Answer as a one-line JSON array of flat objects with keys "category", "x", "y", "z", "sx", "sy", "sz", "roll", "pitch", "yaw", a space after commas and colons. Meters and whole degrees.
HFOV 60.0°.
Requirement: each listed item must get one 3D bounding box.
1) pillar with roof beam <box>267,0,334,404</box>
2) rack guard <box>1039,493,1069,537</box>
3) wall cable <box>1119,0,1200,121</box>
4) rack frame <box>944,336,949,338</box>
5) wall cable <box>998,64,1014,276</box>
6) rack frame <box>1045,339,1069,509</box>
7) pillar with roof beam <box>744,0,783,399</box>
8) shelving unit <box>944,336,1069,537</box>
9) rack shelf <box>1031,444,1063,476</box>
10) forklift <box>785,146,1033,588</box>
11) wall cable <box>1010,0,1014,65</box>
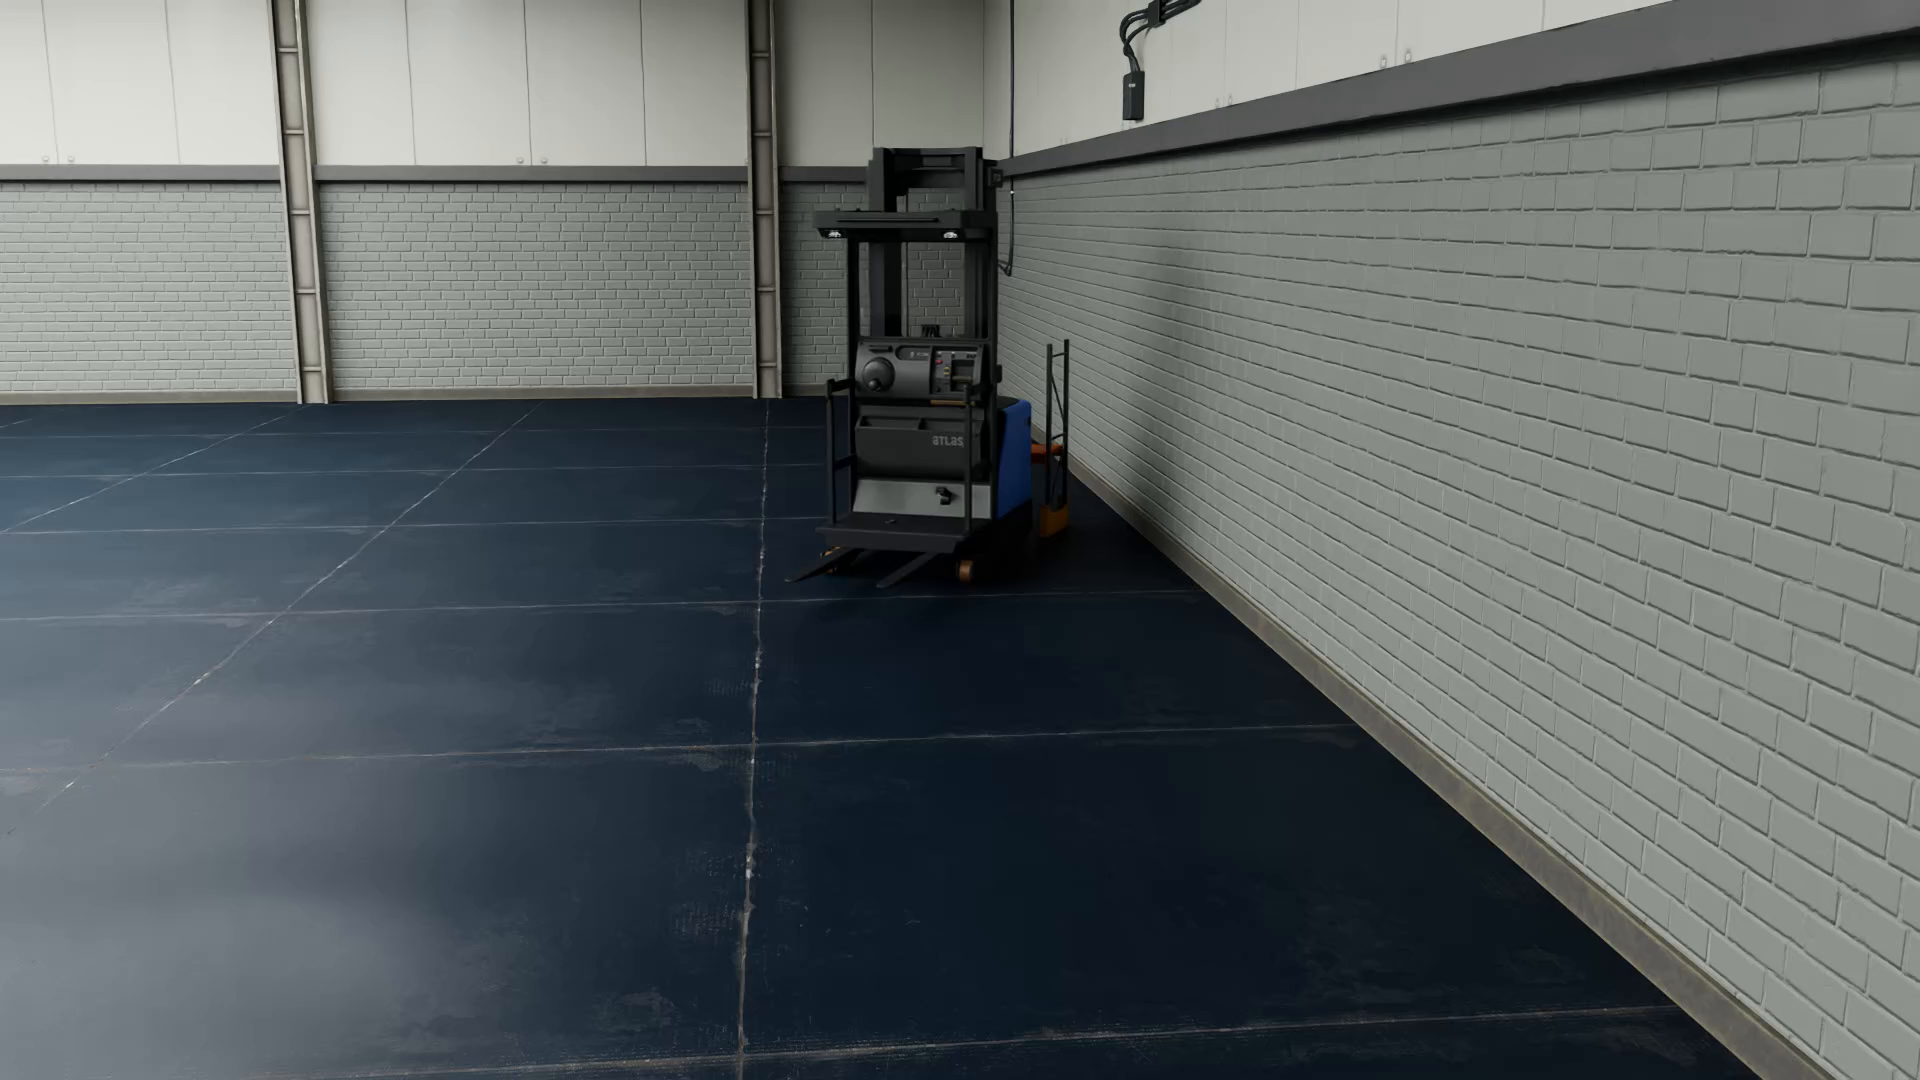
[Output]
[{"category": "pillar with roof beam", "x": -8.139, "y": -5.429, "z": 17.156, "sx": 0.400, "sy": 9.000, "sz": 9.100, "roll": -1, "pitch": 11, "yaw": -6}, {"category": "rack guard", "x": 0.749, "y": -0.200, "z": 13.237, "sx": 0.087, "sy": 0.250, "sz": 0.587, "roll": 4, "pitch": 12, "yaw": 20}, {"category": "wall cable", "x": 1.442, "y": -6.035, "z": 11.423, "sx": 0.169, "sy": 6.003, "sz": 2.305, "roll": -1, "pitch": 11, "yaw": -6}, {"category": "rack frame", "x": -0.186, "y": -0.880, "z": 13.457, "sx": 0.032, "sy": 1.500, "sz": 0.500, "roll": 4, "pitch": 12, "yaw": 20}, {"category": "wall cable", "x": 0.432, "y": -4.664, "z": 21.313, "sx": 0.112, "sy": 2.526, "sz": 3.097, "roll": -1, "pitch": 11, "yaw": -6}, {"category": "rack frame", "x": 0.767, "y": -0.812, "z": 13.110, "sx": 0.032, "sy": 1.500, "sz": 0.500, "roll": 4, "pitch": 12, "yaw": 20}, {"category": "pillar with roof beam", "x": -2.174, "y": -5.554, "z": 17.792, "sx": 0.400, "sy": 9.000, "sz": 9.100, "roll": -1, "pitch": 11, "yaw": -6}, {"category": "shelving unit", "x": 0.282, "y": -0.847, "z": 13.287, "sx": 1.083, "sy": 1.500, "sz": 0.587, "roll": 4, "pitch": 12, "yaw": 20}, {"category": "rack shelf", "x": 0.291, "y": -0.670, "z": 13.318, "sx": 1.000, "sy": 0.185, "sz": 0.538, "roll": 4, "pitch": 12, "yaw": 20}, {"category": "forklift", "x": -0.344, "y": -1.227, "z": 11.511, "sx": 1.130, "sy": 2.935, "sz": 3.031, "roll": 3, "pitch": 12, "yaw": 16}, {"category": "wall cable", "x": 0.724, "y": -6.623, "z": 18.187, "sx": 0.112, "sy": 2.526, "sz": 3.097, "roll": -1, "pitch": 11, "yaw": -6}]
